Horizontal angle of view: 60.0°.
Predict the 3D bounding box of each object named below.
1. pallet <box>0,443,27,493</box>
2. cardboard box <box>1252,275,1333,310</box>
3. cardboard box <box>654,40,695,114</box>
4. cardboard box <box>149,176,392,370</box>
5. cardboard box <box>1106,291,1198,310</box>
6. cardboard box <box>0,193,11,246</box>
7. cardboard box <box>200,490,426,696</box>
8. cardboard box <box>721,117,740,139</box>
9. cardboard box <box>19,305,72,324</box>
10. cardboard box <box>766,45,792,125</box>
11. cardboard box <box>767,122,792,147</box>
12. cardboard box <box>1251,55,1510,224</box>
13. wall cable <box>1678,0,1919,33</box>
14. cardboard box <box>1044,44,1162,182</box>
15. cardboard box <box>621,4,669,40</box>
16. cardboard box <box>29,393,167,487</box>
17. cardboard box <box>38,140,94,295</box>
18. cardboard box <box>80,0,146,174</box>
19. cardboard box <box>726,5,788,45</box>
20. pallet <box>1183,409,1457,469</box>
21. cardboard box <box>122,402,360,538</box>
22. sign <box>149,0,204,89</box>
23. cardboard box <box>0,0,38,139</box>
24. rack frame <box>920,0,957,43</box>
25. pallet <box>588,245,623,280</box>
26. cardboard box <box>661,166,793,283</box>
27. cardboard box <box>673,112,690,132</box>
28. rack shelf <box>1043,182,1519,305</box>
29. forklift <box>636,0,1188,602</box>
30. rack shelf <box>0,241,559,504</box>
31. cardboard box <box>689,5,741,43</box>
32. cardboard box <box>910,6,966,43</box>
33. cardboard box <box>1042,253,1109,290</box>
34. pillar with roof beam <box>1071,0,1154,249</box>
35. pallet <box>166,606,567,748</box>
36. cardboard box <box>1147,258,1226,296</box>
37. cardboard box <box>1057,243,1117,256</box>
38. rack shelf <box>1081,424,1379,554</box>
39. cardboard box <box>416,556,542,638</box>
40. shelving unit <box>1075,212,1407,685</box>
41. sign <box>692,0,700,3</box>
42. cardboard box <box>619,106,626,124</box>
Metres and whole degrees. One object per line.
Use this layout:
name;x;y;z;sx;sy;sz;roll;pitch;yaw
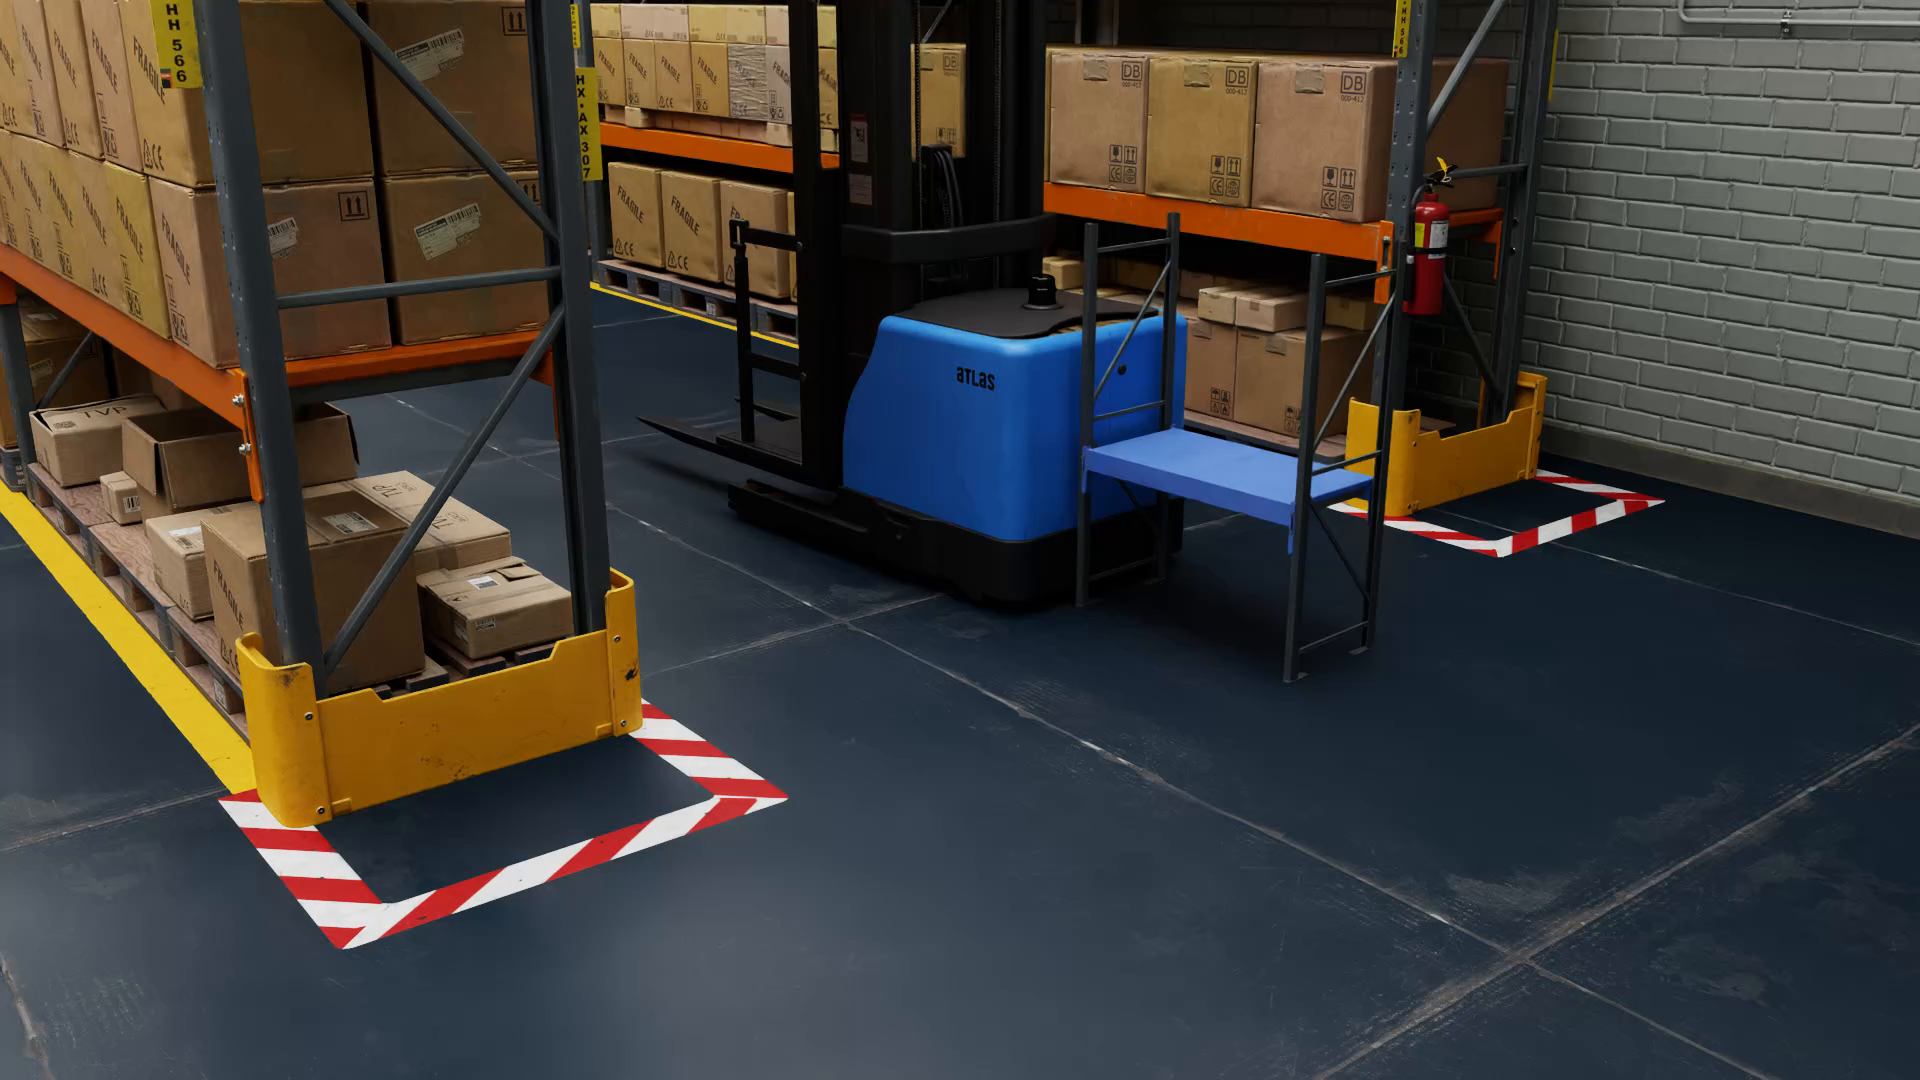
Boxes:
pallet;-4.560;-0.570;8.749;1.003;0.211;1.213;-14;23;-36
cardboard box;1.745;-1.290;8.762;0.380;0.149;0.250;-14;23;-36
cardboard box;-1.902;-3.430;12.284;0.500;0.500;0.500;-14;23;-36
cardboard box;-2.034;-0.820;4.908;0.500;0.500;0.500;-13;22;-34
cardboard box;1.202;-1.096;9.209;0.700;0.500;0.500;-15;23;-38
cardboard box;-3.923;-1.570;7.172;0.500;0.500;0.500;-13;22;-35
cardboard box;-2.073;0.176;5.334;0.500;0.500;0.500;-14;23;-36
cardboard box;-1.487;-2.976;11.947;0.380;0.149;0.250;-13;22;-34
cardboard box;-4.857;-0.912;8.623;0.500;0.500;0.500;-14;23;-36
cardboard box;-0.953;-3.055;11.153;0.500;0.500;0.500;-14;23;-36
cardboard box;-1.087;-2.771;11.327;0.380;0.149;0.250;-14;23;-36
cardboard box;2.014;-1.949;8.000;0.980;0.700;0.700;-13;22;-34
wall cable;3.875;-2.035;7.119;0.084;1.984;1.851;-14;23;-36
cardboard box;0.628;-2.493;9.643;0.980;0.700;0.700;-15;23;-37
cardboard box;-2.214;-3.914;12.554;0.500;0.250;0.500;-14;23;-37
cardboard box;-3.935;-0.488;7.641;0.500;0.311;0.500;-14;23;-36
cardboard box;-2.977;-1.195;6.042;0.500;0.500;0.500;-14;23;-37
cardboard box;-2.348;-1.418;5.123;0.500;0.500;0.500;-13;22;-35
cardboard box;-1.262;-3.542;11.429;0.500;0.250;0.500;-13;23;-35
pallet;1.781;-0.541;8.661;1.003;0.211;1.213;-14;23;-36
cardboard box;-2.855;-0.263;6.656;0.797;0.503;0.637;-14;23;-36
sign;-1.990;-1.312;4.207;0.100;0.325;0.005;-14;23;-36
cardboard box;-3.314;-1.798;6.272;0.500;0.500;0.500;-15;23;-38
rack frame;-0.145;-2.669;10.650;1.000;3.000;0.127;-14;23;-36
pallet;-3.112;-2.524;14.648;1.003;0.211;1.213;-14;23;-36
cardboard box;-1.736;-2.409;12.619;0.750;0.750;0.750;-14;23;-36
cardboard box;-1.936;-3.172;12.539;0.380;0.149;0.250;-13;23;-35
rack shelf;1.097;-1.834;9.275;1.077;0.370;4.000;-14;23;-36
forklift;-0.417;-1.538;7.343;1.130;2.935;3.031;-16;24;-39
rack shelf;-2.784;-0.867;6.352;1.077;0.370;4.000;-14;23;-36
cardboard box;-1.579;-3.667;11.808;0.500;0.250;0.500;-15;23;-37
cardboard box;-0.226;-3.387;10.963;0.500;0.250;0.500;-13;22;-34
cardboard box;0.633;-1.537;9.508;0.380;0.149;0.250;-15;23;-38
pillar with roof beam;-2.407;-4.673;7.159;9.100;9.000;0.400;-14;23;-36
pallet;-2.085;0.394;5.839;1.003;0.211;1.213;-14;23;-36
cardboard box;1.272;-1.477;9.328;0.380;0.149;0.250;-14;23;-36
cardboard box;0.798;-1.665;9.897;0.380;0.149;0.250;-15;23;-38
rack shelf;0.992;-0.209;6.179;0.538;0.185;1.000;-16;24;-39
cardboard box;-1.688;0.189;5.828;0.380;0.166;0.250;-14;23;-36
shelving unit;0.992;-0.379;6.122;0.538;1.500;1.048;-16;24;-39
sign;-2.195;-4.313;13.775;0.100;0.325;0.005;-14;23;-36
cardboard box;-2.456;-3.355;13.089;0.380;0.149;0.250;-14;23;-35
